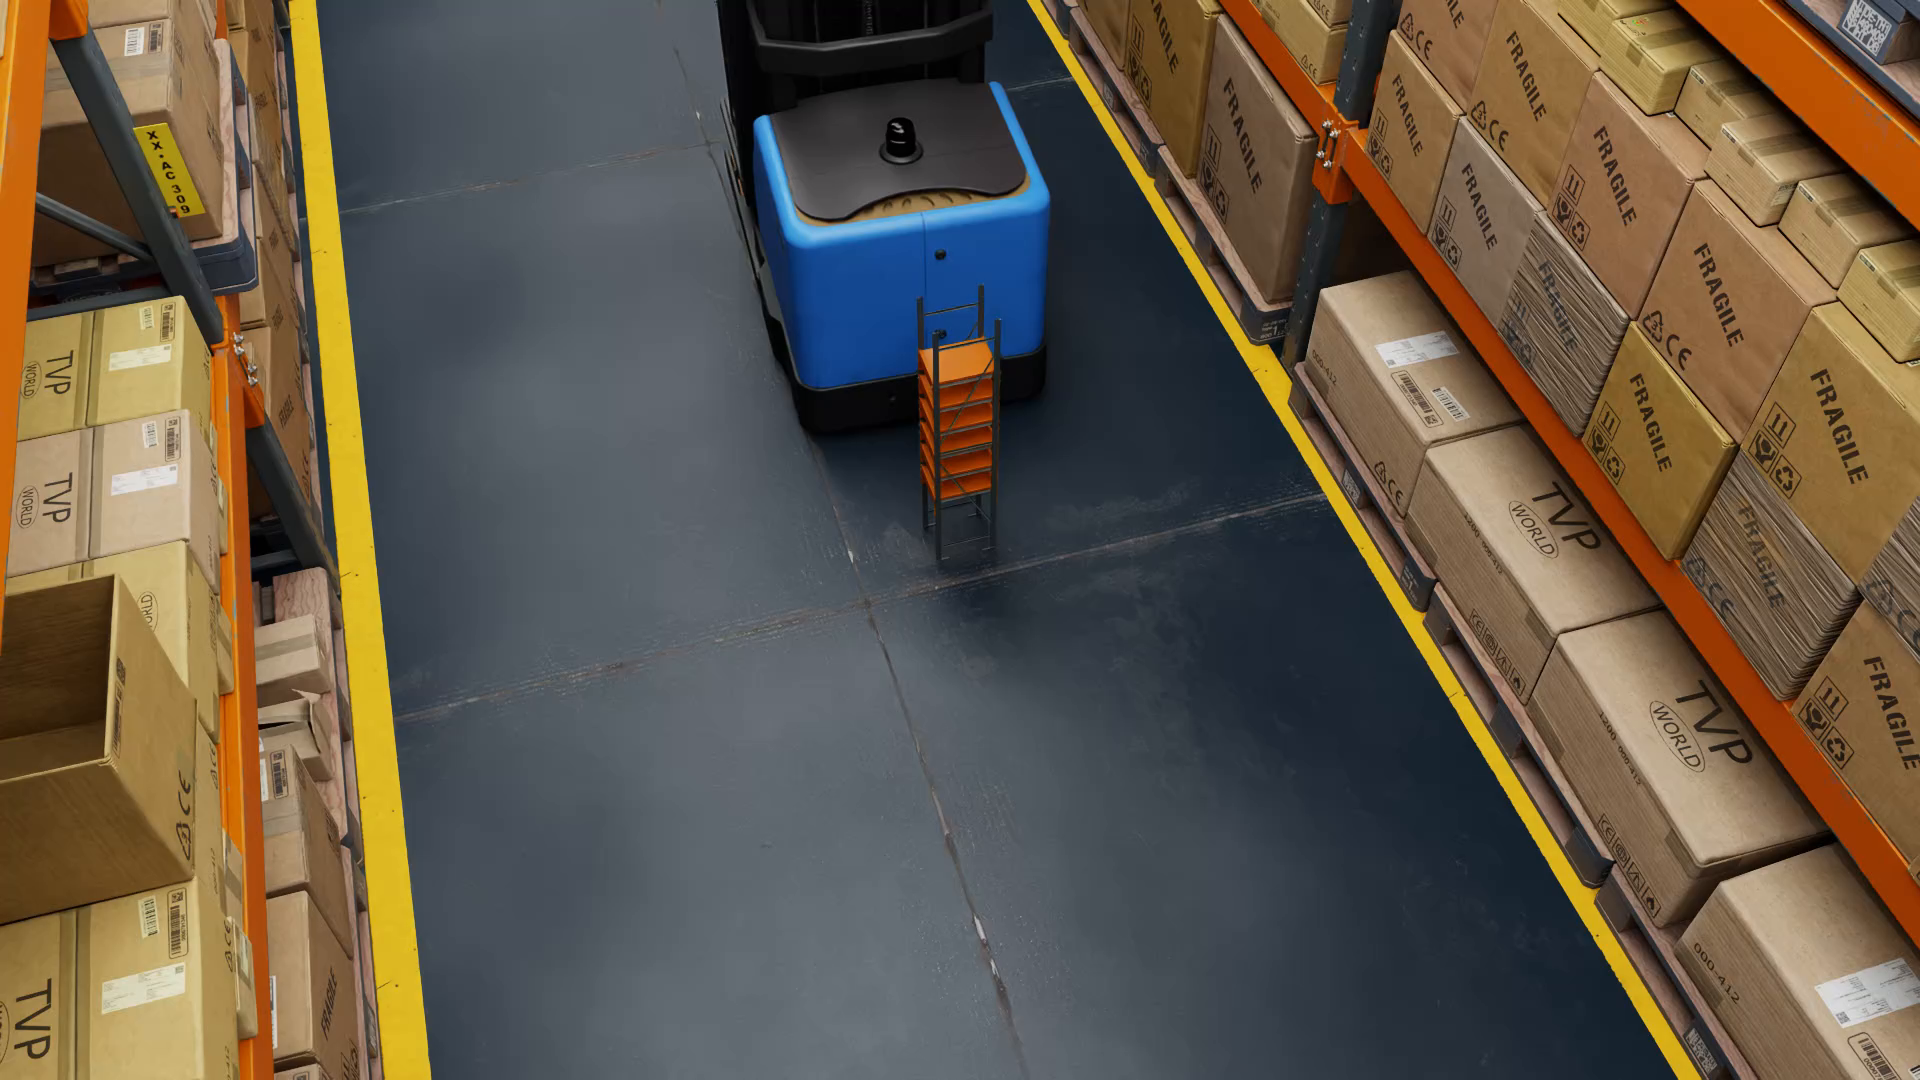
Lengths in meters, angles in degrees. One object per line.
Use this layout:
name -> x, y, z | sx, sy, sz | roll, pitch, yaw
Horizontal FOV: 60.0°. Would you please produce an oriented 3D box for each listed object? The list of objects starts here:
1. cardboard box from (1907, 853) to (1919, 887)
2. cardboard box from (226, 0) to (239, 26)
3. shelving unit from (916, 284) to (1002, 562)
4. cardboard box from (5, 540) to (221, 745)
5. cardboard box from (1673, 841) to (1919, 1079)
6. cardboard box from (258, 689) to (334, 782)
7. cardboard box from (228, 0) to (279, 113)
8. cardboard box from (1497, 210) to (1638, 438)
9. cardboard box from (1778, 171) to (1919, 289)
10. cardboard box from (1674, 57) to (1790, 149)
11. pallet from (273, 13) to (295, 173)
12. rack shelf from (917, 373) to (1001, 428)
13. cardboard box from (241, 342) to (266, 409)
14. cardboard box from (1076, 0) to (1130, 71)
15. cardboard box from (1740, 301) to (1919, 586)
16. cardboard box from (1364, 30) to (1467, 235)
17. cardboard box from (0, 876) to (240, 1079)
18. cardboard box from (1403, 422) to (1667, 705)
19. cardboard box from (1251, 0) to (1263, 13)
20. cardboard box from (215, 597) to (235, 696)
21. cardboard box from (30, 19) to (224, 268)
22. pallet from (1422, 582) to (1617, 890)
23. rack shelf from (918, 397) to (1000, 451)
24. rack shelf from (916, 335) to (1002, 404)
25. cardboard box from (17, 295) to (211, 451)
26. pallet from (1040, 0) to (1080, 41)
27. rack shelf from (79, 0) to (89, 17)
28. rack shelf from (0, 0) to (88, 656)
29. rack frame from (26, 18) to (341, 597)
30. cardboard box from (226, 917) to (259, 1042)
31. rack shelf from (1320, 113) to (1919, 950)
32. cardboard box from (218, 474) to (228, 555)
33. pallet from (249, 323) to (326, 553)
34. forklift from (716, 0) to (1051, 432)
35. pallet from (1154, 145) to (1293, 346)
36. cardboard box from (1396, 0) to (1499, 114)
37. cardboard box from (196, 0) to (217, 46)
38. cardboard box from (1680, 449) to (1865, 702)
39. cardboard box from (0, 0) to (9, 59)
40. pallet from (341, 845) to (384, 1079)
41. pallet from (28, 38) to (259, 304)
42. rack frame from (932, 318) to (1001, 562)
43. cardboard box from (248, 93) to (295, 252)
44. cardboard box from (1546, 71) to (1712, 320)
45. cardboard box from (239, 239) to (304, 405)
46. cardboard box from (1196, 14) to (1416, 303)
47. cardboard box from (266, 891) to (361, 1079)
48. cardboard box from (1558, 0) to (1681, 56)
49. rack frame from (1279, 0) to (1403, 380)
cardboard box -> 2.666, 0.787, 3.849 | 0.500, 0.500, 0.500 | -13, 51, -11
cardboard box -> -3.511, -2.446, 7.576 | 0.380, 0.149, 0.250 | -15, 51, -12
shelving unit -> -0.004, -0.397, 6.090 | 0.258, 1.200, 0.189 | -13, 51, -11
cardboard box -> -2.182, 0.315, 4.216 | 0.500, 0.250, 0.500 | -14, 51, -11
cardboard box -> 2.770, 1.343, 4.847 | 0.875, 0.438, 0.875 | -15, 51, -12
cardboard box -> -2.311, 0.663, 5.533 | 0.396, 0.266, 0.258 | -12, 51, -10
cardboard box -> -3.577, -2.307, 7.883 | 0.500, 0.500, 0.500 | -14, 51, -12
cardboard box -> 2.053, -0.706, 5.108 | 0.500, 0.500, 0.500 | -13, 51, -11
cardboard box -> 2.274, -0.784, 4.095 | 0.380, 0.149, 0.250 | -12, 51, -10
cardboard box -> 2.149, -1.162, 4.414 | 0.380, 0.149, 0.250 | -13, 51, -11
pallet -> -3.861, -2.153, 8.217 | 1.003, 0.211, 1.213 | -13, 51, -11
rack shelf -> -0.004, -0.523, 5.940 | 0.258, 0.103, 0.180 | -13, 51, -11
cardboard box -> -2.714, -0.545, 5.973 | 0.380, 0.149, 0.250 | -11, 51, -9
cardboard box -> 1.080, -3.006, 8.227 | 0.875, 0.875, 0.875 | -13, 51, -11
cardboard box -> 2.365, -0.278, 4.093 | 0.500, 0.500, 0.500 | -14, 51, -11
cardboard box -> 1.767, -1.440, 5.726 | 0.500, 0.500, 0.500 | -12, 51, -10
cardboard box -> -1.859, 1.060, 3.588 | 0.500, 0.250, 0.500 | -14, 51, -12
cardboard box -> 2.227, 0.018, 5.964 | 0.875, 0.438, 0.875 | -15, 51, -12
cardboard box -> 1.355, -2.404, 6.702 | 0.500, 0.250, 0.500 | -14, 51, -11
cardboard box -> -2.175, 0.320, 4.472 | 0.380, 0.149, 0.250 | -14, 51, -12
cardboard box -> -2.792, -1.256, 5.296 | 0.700, 0.500, 0.500 | -12, 51, -10
pallet -> 2.393, 0.555, 5.934 | 1.003, 0.211, 1.213 | -13, 51, -11
rack shelf -> -0.004, -0.446, 6.032 | 0.258, 0.103, 0.180 | -13, 51, -11
rack shelf -> -0.004, -0.601, 5.849 | 0.258, 0.103, 0.180 | -13, 51, -11
cardboard box -> -2.479, -0.415, 4.831 | 0.500, 0.250, 0.500 | -12, 51, -10
pallet -> 0.856, -3.239, 9.132 | 1.003, 0.211, 1.213 | -13, 51, -11
rack shelf -> -3.454, -2.880, 5.514 | 1.077, 0.370, 4.000 | -13, 51, -11
rack shelf -> -2.271, 0.041, 3.051 | 1.077, 0.370, 4.000 | -13, 51, -11
rack frame -> -2.862, -0.684, 5.155 | 1.000, 3.000, 0.127 | -13, 51, -11
cardboard box -> -1.848, 1.064, 3.845 | 0.380, 0.149, 0.250 | -15, 51, -12
rack shelf -> 2.470, -0.117, 5.147 | 1.077, 0.370, 4.000 | -13, 51, -11
cardboard box -> -2.329, -0.058, 4.791 | 0.380, 0.149, 0.250 | -12, 51, -10
pallet -> -3.139, -0.371, 6.715 | 1.003, 0.211, 1.213 | -13, 51, -11
forklift -> -0.493, -2.543, 6.766 | 1.130, 2.935, 3.031 | -11, 51, -9
pallet -> 1.578, -1.457, 7.630 | 1.003, 0.211, 1.213 | -13, 51, -11
cardboard box -> 1.788, -1.761, 5.343 | 0.500, 0.500, 0.500 | -13, 51, -11
cardboard box -> -2.907, -1.878, 5.974 | 0.396, 0.266, 0.258 | -11, 51, -9
cardboard box -> 2.370, 0.044, 4.475 | 0.500, 0.500, 0.500 | -12, 51, -10
cardboard box -> -2.404, -1.195, 3.787 | 0.380, 0.149, 0.250 | -13, 51, -11
pallet -> -2.296, 1.609, 5.045 | 1.003, 0.211, 1.213 | -13, 51, -11
pallet -> -2.994, -1.231, 5.741 | 1.003, 0.211, 1.213 | -13, 51, -11
rack frame -> 0.023, -0.330, 6.034 | 0.240, 1.200, 0.006 | -13, 51, -11
cardboard box -> -3.248, -1.551, 7.245 | 0.500, 0.500, 0.500 | -15, 51, -12
cardboard box -> 2.072, -1.014, 4.713 | 0.500, 0.500, 0.500 | -12, 51, -10
cardboard box -> -2.957, -0.805, 6.617 | 0.500, 0.500, 0.500 | -14, 51, -11
cardboard box -> 1.618, -1.695, 7.121 | 0.875, 0.875, 0.875 | -12, 51, -10
cardboard box -> -2.046, 1.397, 4.760 | 0.500, 0.500, 0.500 | -12, 51, -10
cardboard box -> 1.946, -1.528, 4.722 | 0.380, 0.149, 0.250 | -14, 51, -11
rack frame -> 1.878, -1.809, 6.103 | 1.000, 3.000, 0.127 | -13, 51, -11
